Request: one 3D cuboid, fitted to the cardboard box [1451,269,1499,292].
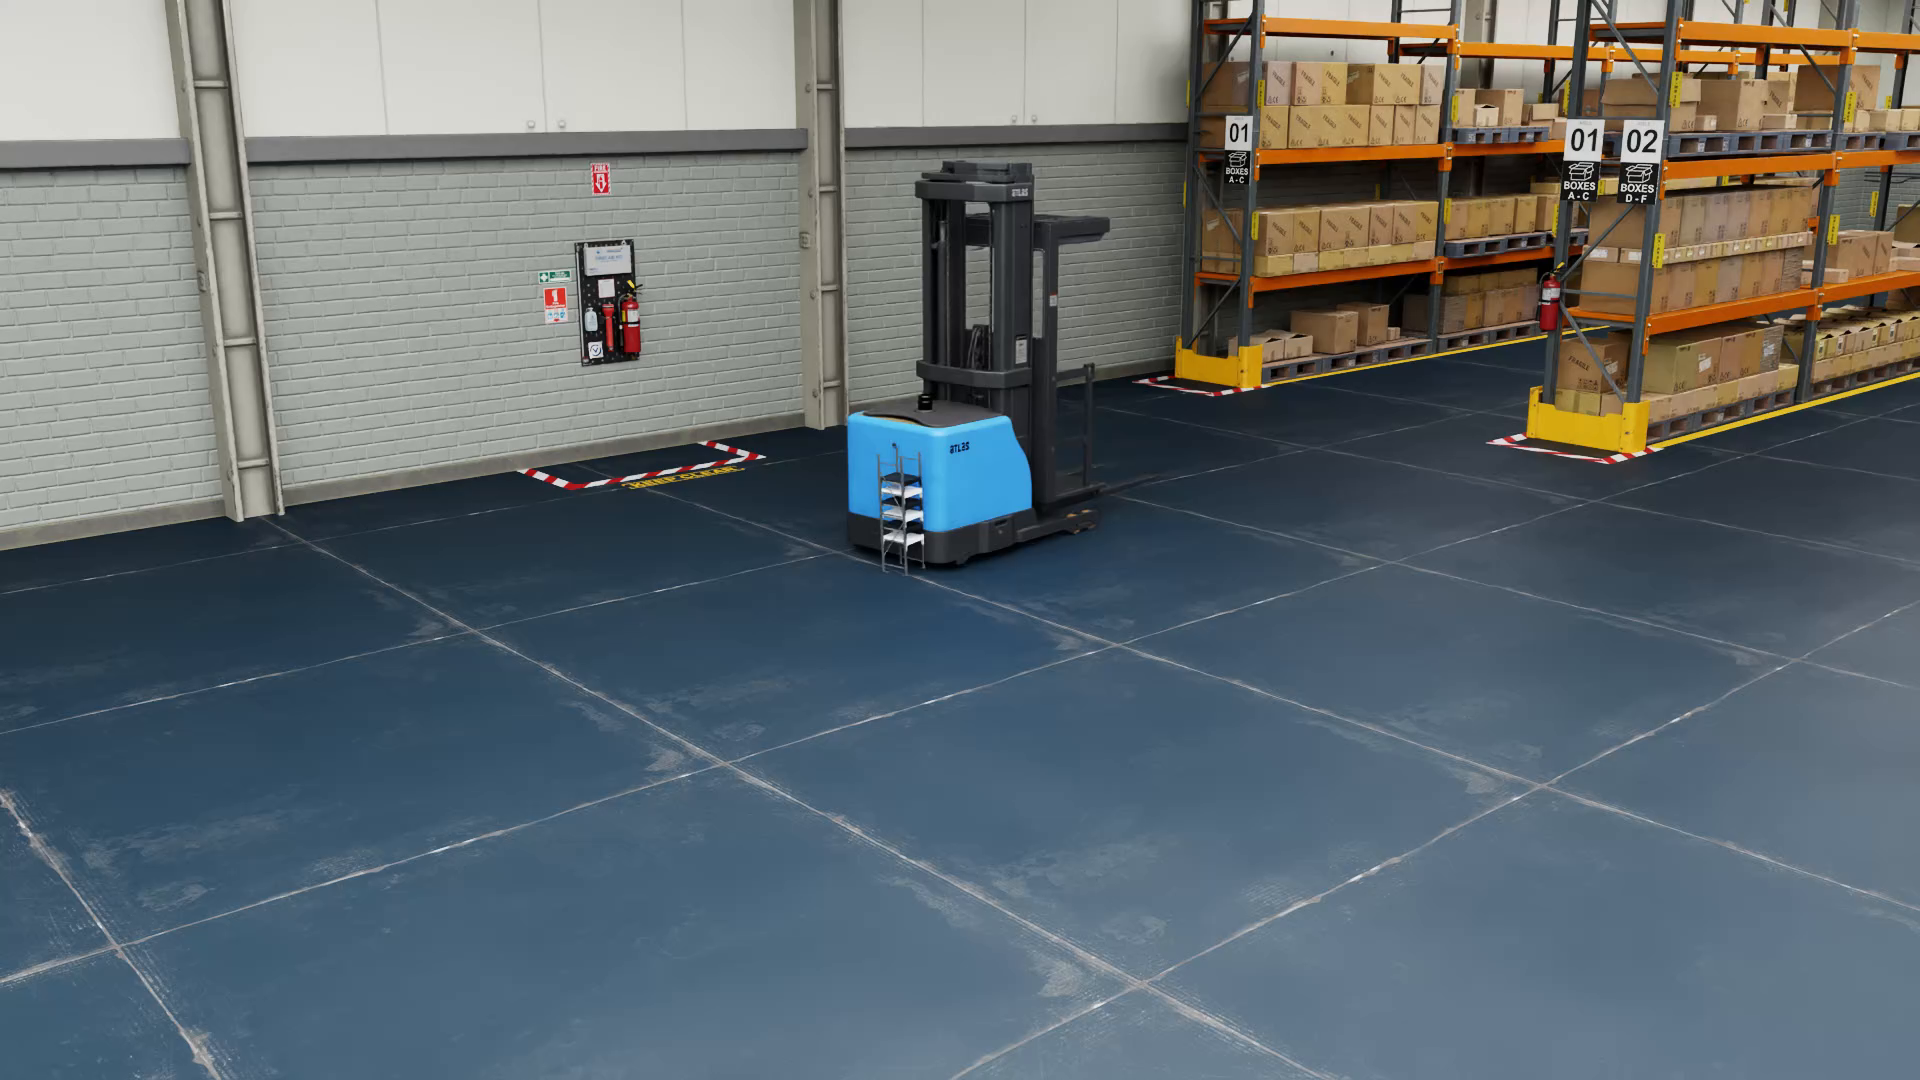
[{"bbox_3d":[7.416,-3.747,24.002,0.500,0.250,0.500,-13,20,-41],"label":"cardboard box"}]

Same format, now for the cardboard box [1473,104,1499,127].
[{"bbox_3d":[7.082,-5.878,22.989,0.500,0.311,0.500,-12,19,-38],"label":"cardboard box"}]

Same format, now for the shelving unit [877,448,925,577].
[{"bbox_3d":[-0.432,-0.203,12.247,0.258,0.900,0.210,12,22,37],"label":"shelving unit"}]

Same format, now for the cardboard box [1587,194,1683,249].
[{"bbox_3d":[6.790,-3.207,16.735,0.500,0.500,0.700,-13,19,-39],"label":"cardboard box"}]

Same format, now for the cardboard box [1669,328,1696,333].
[{"bbox_3d":[7.721,-2.088,18.316,0.500,0.500,0.500,-13,19,-39],"label":"cardboard box"}]

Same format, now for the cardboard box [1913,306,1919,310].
[{"bbox_3d":[12.955,-2.828,22.014,0.500,0.500,0.500,-12,19,-37],"label":"cardboard box"}]

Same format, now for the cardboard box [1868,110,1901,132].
[{"bbox_3d":[10.889,-5.015,19.877,0.500,0.250,0.500,14,20,42],"label":"cardboard box"}]

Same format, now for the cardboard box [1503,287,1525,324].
[{"bbox_3d":[7.839,-3.483,24.470,0.500,0.500,0.700,-13,20,-40],"label":"cardboard box"}]

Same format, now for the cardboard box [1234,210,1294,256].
[{"bbox_3d":[3.692,-3.732,20.206,0.500,0.500,0.500,-13,19,-39],"label":"cardboard box"}]

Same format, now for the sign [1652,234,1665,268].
[{"bbox_3d":[6.749,-2.793,16.064,0.005,0.325,0.100,-13,19,-39],"label":"sign"}]

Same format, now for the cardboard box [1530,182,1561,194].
[{"bbox_3d":[8.696,-5.218,24.667,0.380,0.149,0.250,12,19,38],"label":"cardboard box"}]

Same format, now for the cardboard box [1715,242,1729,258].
[{"bbox_3d":[7.797,-3.051,17.408,0.250,0.149,0.380,-13,20,-40],"label":"cardboard box"}]

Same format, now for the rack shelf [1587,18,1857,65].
[{"bbox_3d":[7.898,-5.142,17.233,4.000,0.370,1.077,-13,19,-39],"label":"rack shelf"}]

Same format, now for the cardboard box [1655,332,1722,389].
[{"bbox_3d":[7.684,-1.903,17.621,0.500,0.500,0.500,-13,19,-39],"label":"cardboard box"}]

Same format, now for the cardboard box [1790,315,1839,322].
[{"bbox_3d":[10.672,-2.651,20.791,0.500,0.311,0.500,-13,20,-40],"label":"cardboard box"}]

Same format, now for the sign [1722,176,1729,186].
[{"bbox_3d":[12.551,-5.860,27.285,0.005,0.325,0.100,-13,19,-39],"label":"sign"}]

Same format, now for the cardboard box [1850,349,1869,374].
[{"bbox_3d":[10.649,-2.193,20.161,0.500,0.250,0.500,-13,20,-41],"label":"cardboard box"}]

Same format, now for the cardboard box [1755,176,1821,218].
[{"bbox_3d":[14.826,-6.177,29.980,0.700,0.700,0.980,-12,19,-37],"label":"cardboard box"}]

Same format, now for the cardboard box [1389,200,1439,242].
[{"bbox_3d":[5.998,-4.247,22.134,0.500,0.500,0.500,-13,20,-39],"label":"cardboard box"}]

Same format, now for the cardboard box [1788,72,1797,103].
[{"bbox_3d":[14.059,-7.761,28.509,0.500,0.500,0.500,-14,20,-42],"label":"cardboard box"}]

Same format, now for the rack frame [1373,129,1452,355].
[{"bbox_3d":[6.152,-4.087,22.739,0.127,3.000,1.000,-13,19,-39],"label":"rack frame"}]

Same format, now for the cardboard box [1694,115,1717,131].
[{"bbox_3d":[7.392,-4.209,16.785,0.250,0.149,0.380,-13,19,-39],"label":"cardboard box"}]

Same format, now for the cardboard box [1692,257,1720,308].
[{"bbox_3d":[7.521,-2.744,17.516,0.500,0.500,0.700,-12,19,-39],"label":"cardboard box"}]

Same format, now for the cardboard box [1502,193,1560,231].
[{"bbox_3d":[8.418,-4.844,24.527,0.700,0.500,0.500,14,20,42],"label":"cardboard box"}]

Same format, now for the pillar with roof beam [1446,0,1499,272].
[{"bbox_3d":[10.447,-6.773,21.170,0.400,9.000,9.100,-13,19,-39],"label":"pillar with roof beam"}]

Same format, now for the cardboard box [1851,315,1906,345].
[{"bbox_3d":[11.420,-2.636,20.732,0.500,0.311,0.500,-13,20,-40],"label":"cardboard box"}]

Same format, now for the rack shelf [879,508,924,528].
[{"bbox_3d":[-0.431,-0.171,12.257,0.258,0.077,0.200,12,22,37],"label":"rack shelf"}]

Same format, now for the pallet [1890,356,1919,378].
[{"bbox_3d":[11.778,-2.322,21.534,1.213,0.211,1.003,-13,19,-39],"label":"pallet"}]

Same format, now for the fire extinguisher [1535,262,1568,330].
[{"bbox_3d":[5.995,-2.479,16.868,0.183,0.674,0.296,-13,19,-39],"label":"fire extinguisher"}]

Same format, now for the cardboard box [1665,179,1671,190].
[{"bbox_3d":[10.842,-5.620,26.215,0.500,0.250,0.500,-13,20,-40],"label":"cardboard box"}]

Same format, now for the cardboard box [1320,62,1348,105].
[{"bbox_3d":[4.375,-5.582,20.353,0.500,0.500,0.500,-12,19,-38],"label":"cardboard box"}]

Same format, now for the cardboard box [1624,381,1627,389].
[{"bbox_3d":[6.969,-1.556,17.777,0.500,0.250,0.500,-13,19,-39],"label":"cardboard box"}]

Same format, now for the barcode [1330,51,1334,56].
[{"bbox_3d":[4.821,-6.303,21.539,0.075,0.075,0.001,-13,19,-39],"label":"barcode"}]

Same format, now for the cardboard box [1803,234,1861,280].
[{"bbox_3d":[10.394,-3.388,19.928,0.500,0.500,0.500,-11,18,-35],"label":"cardboard box"}]

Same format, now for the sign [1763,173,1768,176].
[{"bbox_3d":[14.845,-6.686,30.636,0.005,0.325,0.100,-13,19,-39],"label":"sign"}]

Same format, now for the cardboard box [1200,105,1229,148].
[{"bbox_3d":[3.283,-5.037,20.249,0.500,0.500,0.500,-11,18,-35],"label":"cardboard box"}]

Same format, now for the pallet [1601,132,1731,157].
[{"bbox_3d":[6.940,-3.967,16.648,1.213,0.211,1.003,-13,19,-39],"label":"pallet"}]

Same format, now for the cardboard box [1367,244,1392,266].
[{"bbox_3d":[5.243,-3.714,21.595,0.500,0.250,0.500,-13,20,-40],"label":"cardboard box"}]

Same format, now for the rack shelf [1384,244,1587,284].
[{"bbox_3d":[7.661,-4.079,24.101,4.000,0.370,1.077,-13,19,-39],"label":"rack shelf"}]

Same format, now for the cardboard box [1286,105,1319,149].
[{"bbox_3d":[3.979,-5.009,20.144,0.500,0.500,0.500,-11,19,-36],"label":"cardboard box"}]

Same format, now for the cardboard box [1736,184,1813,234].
[{"bbox_3d":[9.076,-3.722,18.665,0.500,0.500,0.700,-13,19,-39],"label":"cardboard box"}]

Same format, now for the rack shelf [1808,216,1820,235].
[{"bbox_3d":[13.696,-5.434,29.174,4.000,0.370,1.077,-13,19,-39],"label":"rack shelf"}]

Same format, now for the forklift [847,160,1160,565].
[{"bbox_3d":[0.486,-1.541,13.339,1.130,2.935,3.031,13,20,41],"label":"forklift"}]

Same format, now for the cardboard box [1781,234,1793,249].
[{"bbox_3d":[8.958,-3.311,18.383,0.250,0.149,0.380,-13,20,-41],"label":"cardboard box"}]

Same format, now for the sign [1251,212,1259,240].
[{"bbox_3d":[3.491,-3.722,19.696,0.005,0.325,0.100,-13,19,-39],"label":"sign"}]

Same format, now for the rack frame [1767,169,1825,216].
[{"bbox_3d":[15.205,-6.120,30.350,0.127,3.000,1.000,-13,19,-39],"label":"rack frame"}]

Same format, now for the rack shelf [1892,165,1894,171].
[{"bbox_3d":[13.933,-5.242,22.642,4.000,0.370,1.077,-13,19,-39],"label":"rack shelf"}]

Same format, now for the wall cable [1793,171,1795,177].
[{"bbox_3d":[15.550,-7.012,31.720,1.851,1.984,0.084,-13,19,-39],"label":"wall cable"}]

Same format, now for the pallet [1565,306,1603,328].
[{"bbox_3d":[9.814,-3.537,26.081,1.213,0.211,1.003,-13,19,-39],"label":"pallet"}]

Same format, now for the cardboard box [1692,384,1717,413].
[{"bbox_3d":[7.692,-1.538,17.710,0.500,0.250,0.500,-13,19,-39],"label":"cardboard box"}]

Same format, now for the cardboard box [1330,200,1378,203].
[{"bbox_3d":[5.268,-4.261,22.188,0.500,0.500,0.500,-13,20,-40],"label":"cardboard box"}]
